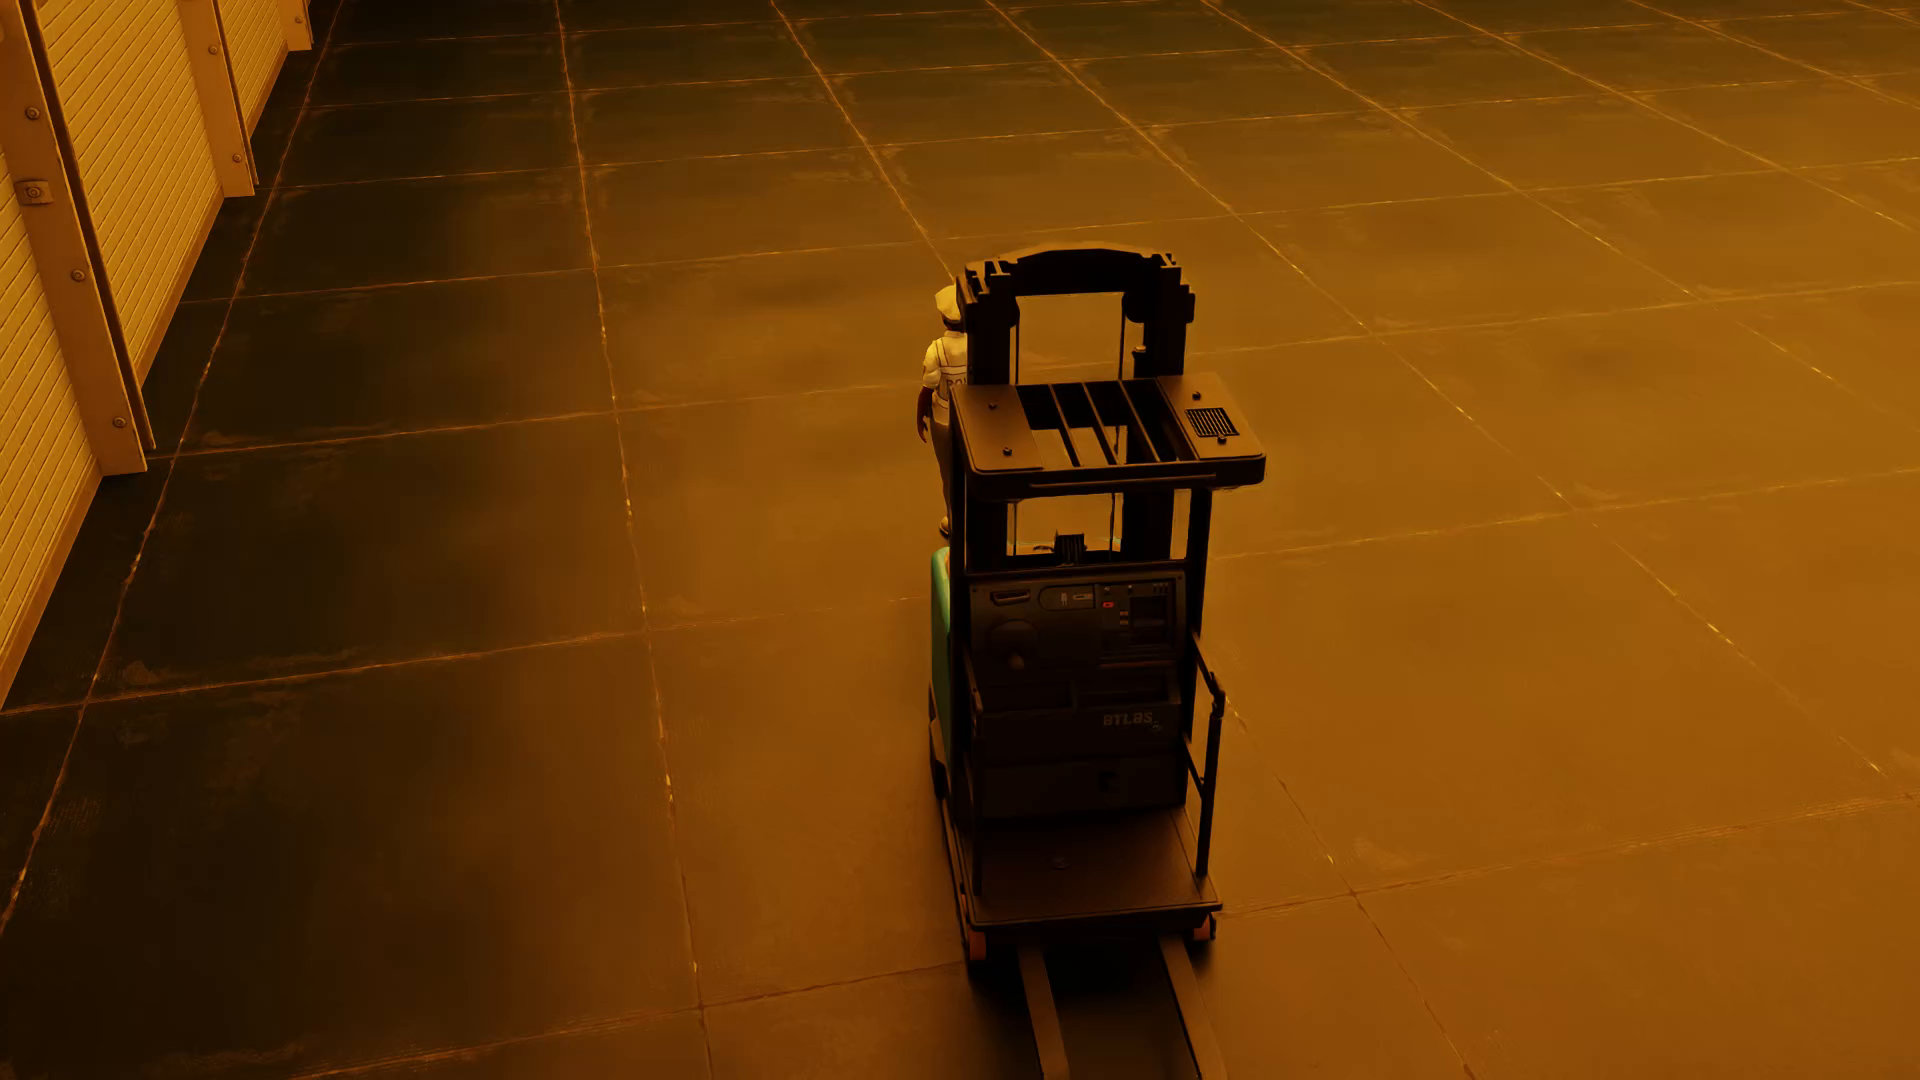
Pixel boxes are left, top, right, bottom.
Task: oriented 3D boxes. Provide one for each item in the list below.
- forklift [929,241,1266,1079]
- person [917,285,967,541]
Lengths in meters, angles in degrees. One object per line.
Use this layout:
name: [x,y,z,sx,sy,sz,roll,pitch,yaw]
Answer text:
forklift: [0.531,0.393,6.896,1.130,2.935,3.031,-4,30,-6]
person: [0.002,-0.778,10.139,0.569,1.694,0.530,-7,31,-12]
